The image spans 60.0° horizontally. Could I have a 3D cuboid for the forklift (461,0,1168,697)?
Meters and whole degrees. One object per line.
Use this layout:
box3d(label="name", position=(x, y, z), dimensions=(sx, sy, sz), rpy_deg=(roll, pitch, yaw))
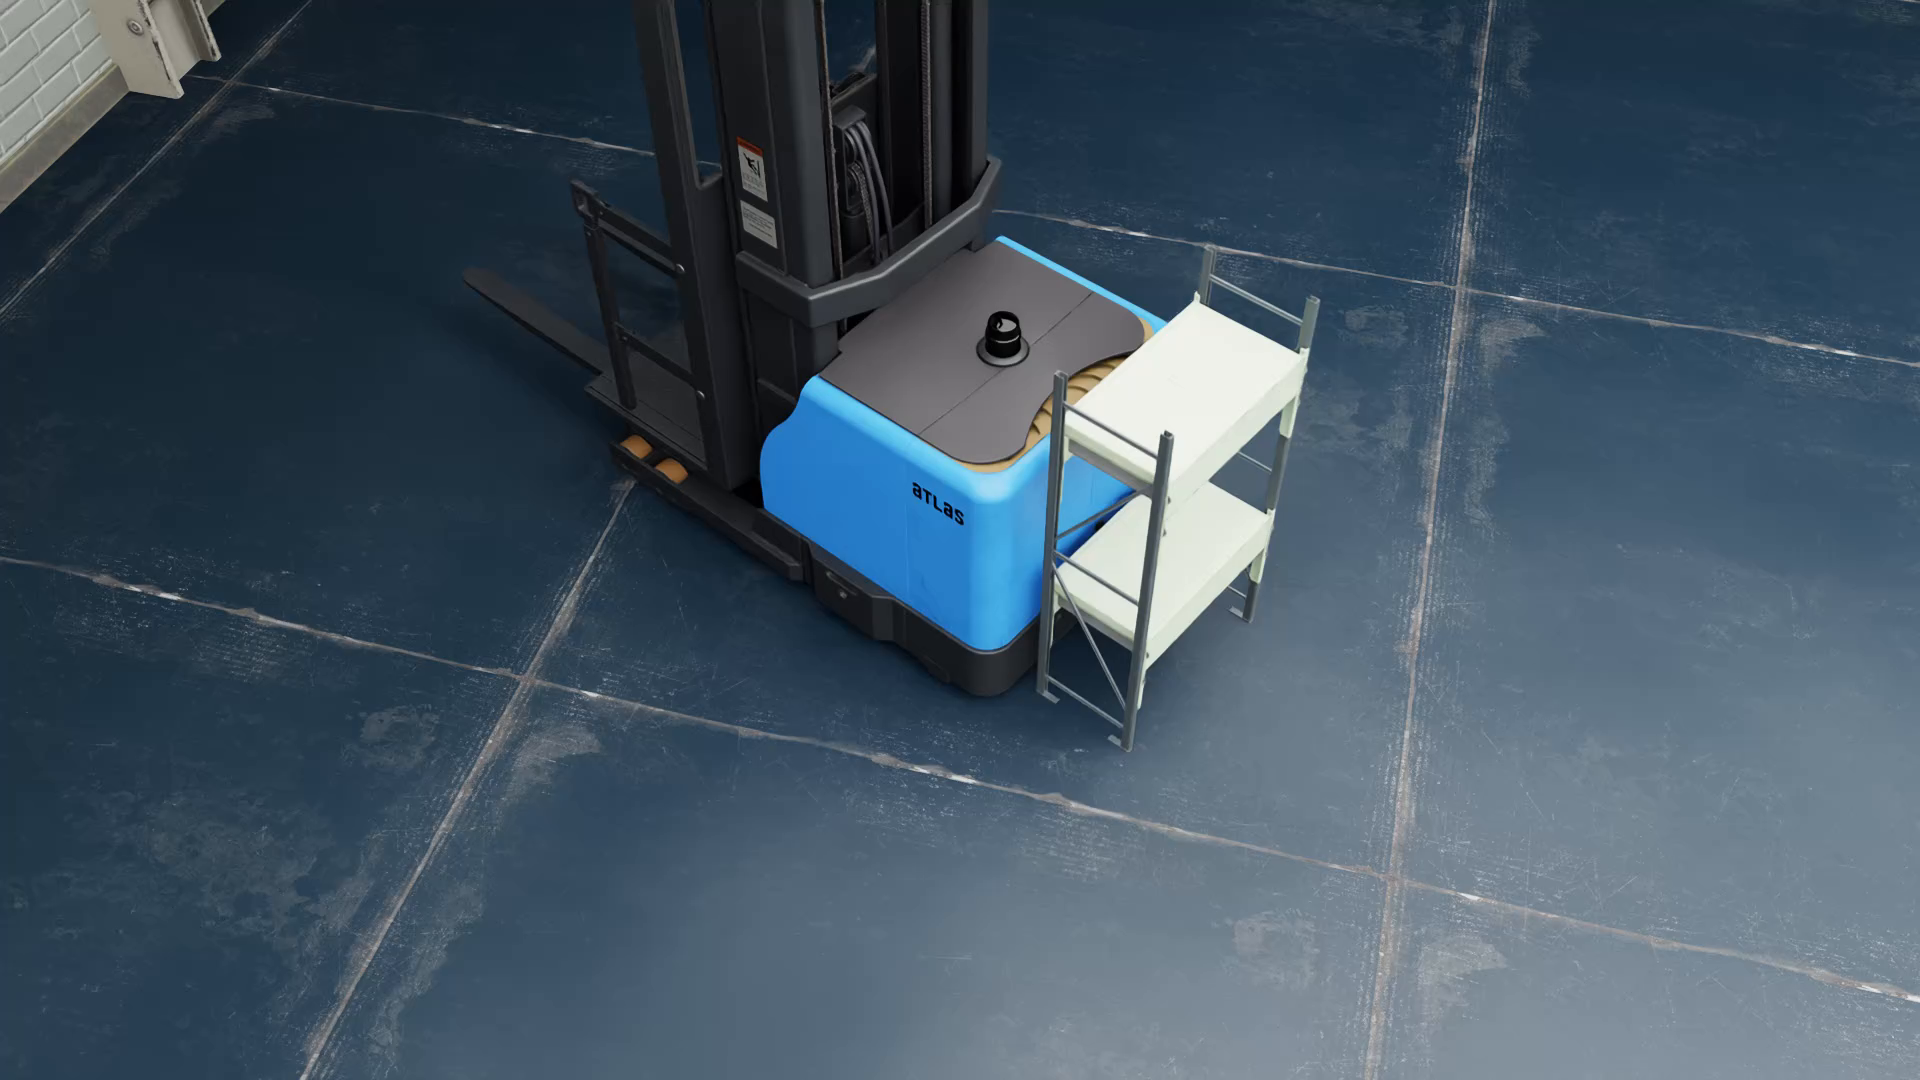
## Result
box3d(label="forklift", position=(-0.714, -1.388, 5.520), dimensions=(3.031, 2.935, 1.130), rpy_deg=(32, 56, 25))

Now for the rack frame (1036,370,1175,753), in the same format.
box3d(label="rack frame", position=(0.423, 0.121, 5.142), dimensions=(0.400, 1.500, 0.023), rpy_deg=(32, 56, 25))

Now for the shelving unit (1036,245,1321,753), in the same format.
box3d(label="shelving unit", position=(0.660, -0.088, 5.327), dimensions=(0.431, 1.500, 0.755), rpy_deg=(32, 56, 25))

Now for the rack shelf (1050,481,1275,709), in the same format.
box3d(label="rack shelf", position=(0.660, 0.128, 5.571), dimensions=(0.431, 0.370, 0.720), rpy_deg=(32, 56, 25))

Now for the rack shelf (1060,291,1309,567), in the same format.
box3d(label="rack shelf", position=(0.660, -0.346, 5.034), dimensions=(0.431, 0.370, 0.720), rpy_deg=(32, 56, 25))

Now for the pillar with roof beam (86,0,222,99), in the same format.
box3d(label="pillar with roof beam", position=(0.221, -4.466, 4.190), dimensions=(9.100, 9.000, 0.400), rpy_deg=(12, 50, 10))

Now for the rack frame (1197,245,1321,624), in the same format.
box3d(label="rack frame", position=(0.897, -0.297, 5.512), dimensions=(0.400, 1.500, 0.023), rpy_deg=(32, 56, 25))
